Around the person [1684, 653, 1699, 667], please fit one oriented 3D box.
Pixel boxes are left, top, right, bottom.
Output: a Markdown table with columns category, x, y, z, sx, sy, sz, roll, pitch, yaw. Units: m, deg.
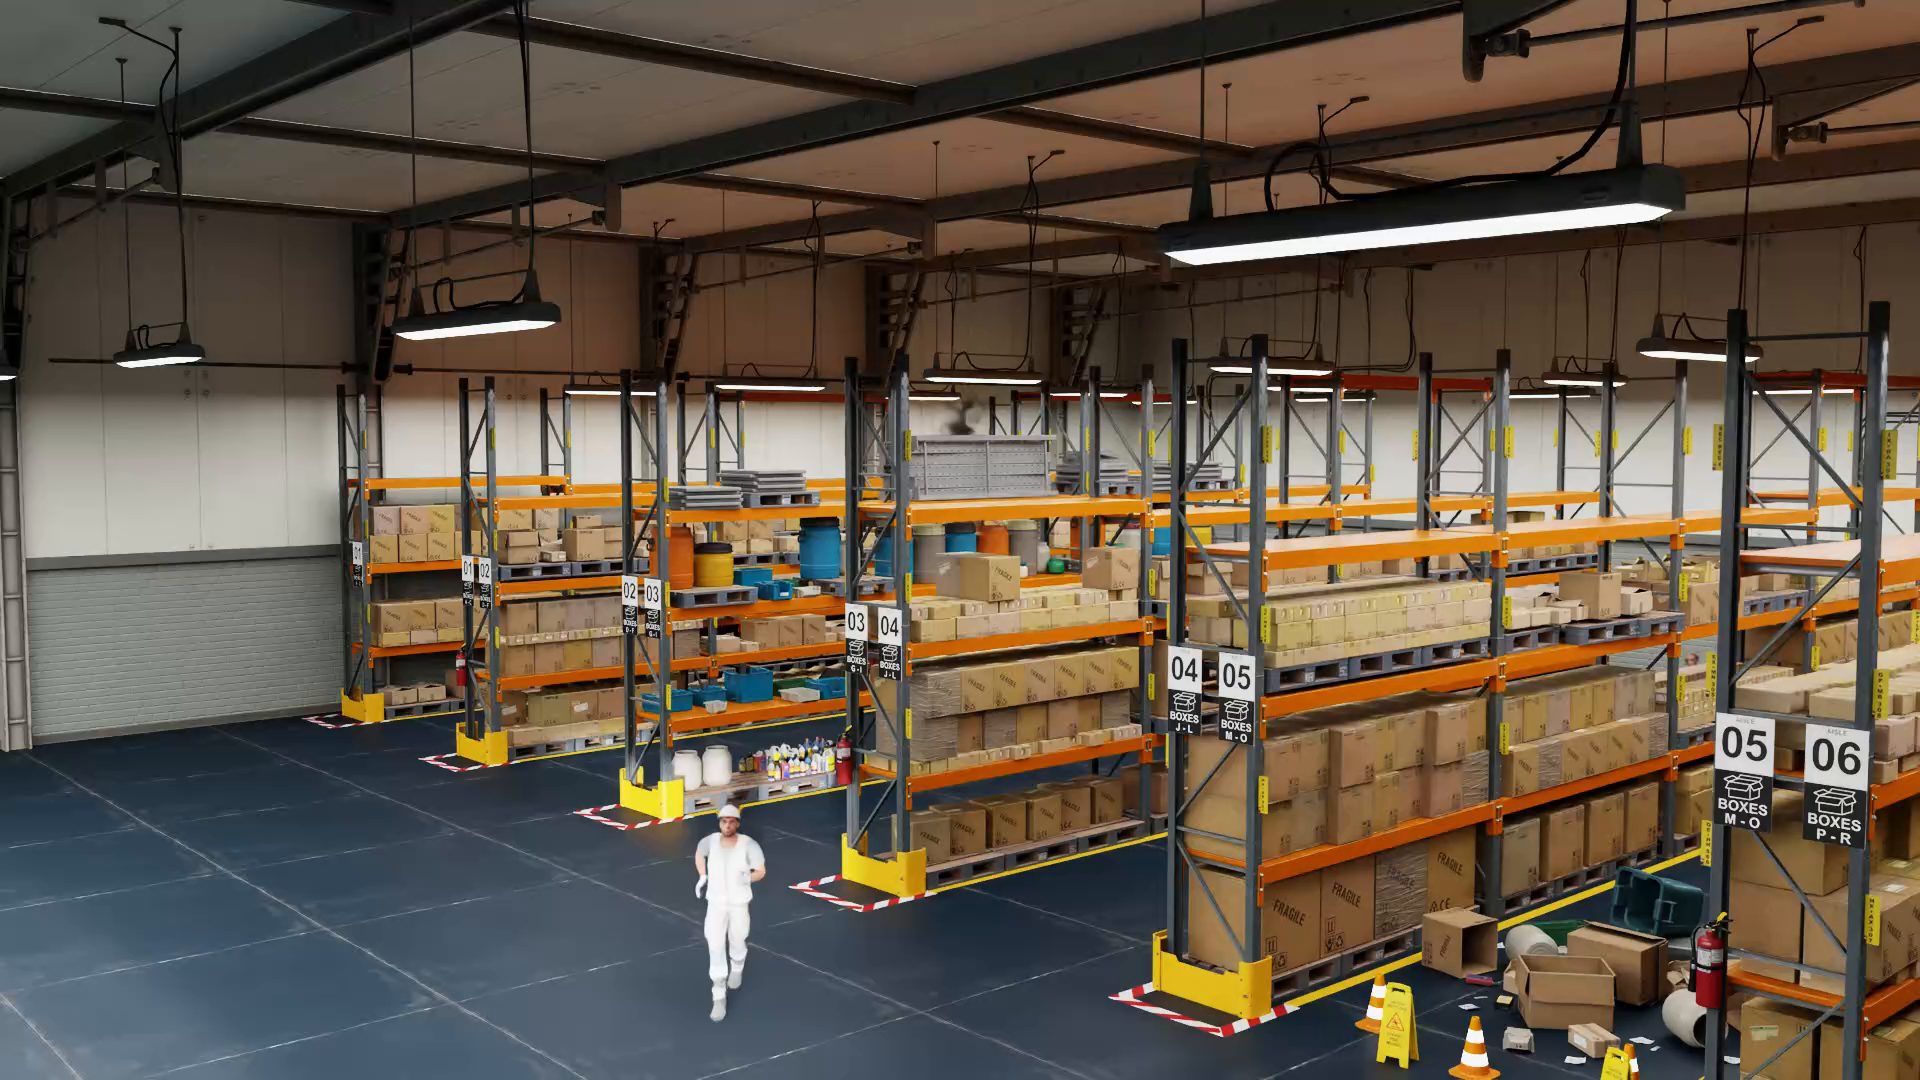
| category | x | y | z | sx | sy | sz | roll | pitch | yaw |
| --- | --- | --- | --- | --- | --- | --- | --- | --- | --- |
| person | 11.247 | 2.619 | 25.504 | 0.819 | 1.783 | 0.646 | -3 | 5 | -37 |

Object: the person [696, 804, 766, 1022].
| category | x | y | z | sx | sy | sz | roll | pitch | yaw |
| --- | --- | --- | --- | --- | --- | --- | --- | --- | --- |
| person | -2.068 | 3.275 | 14.939 | 0.646 | 1.824 | 0.933 | 0 | 4 | -4 |
